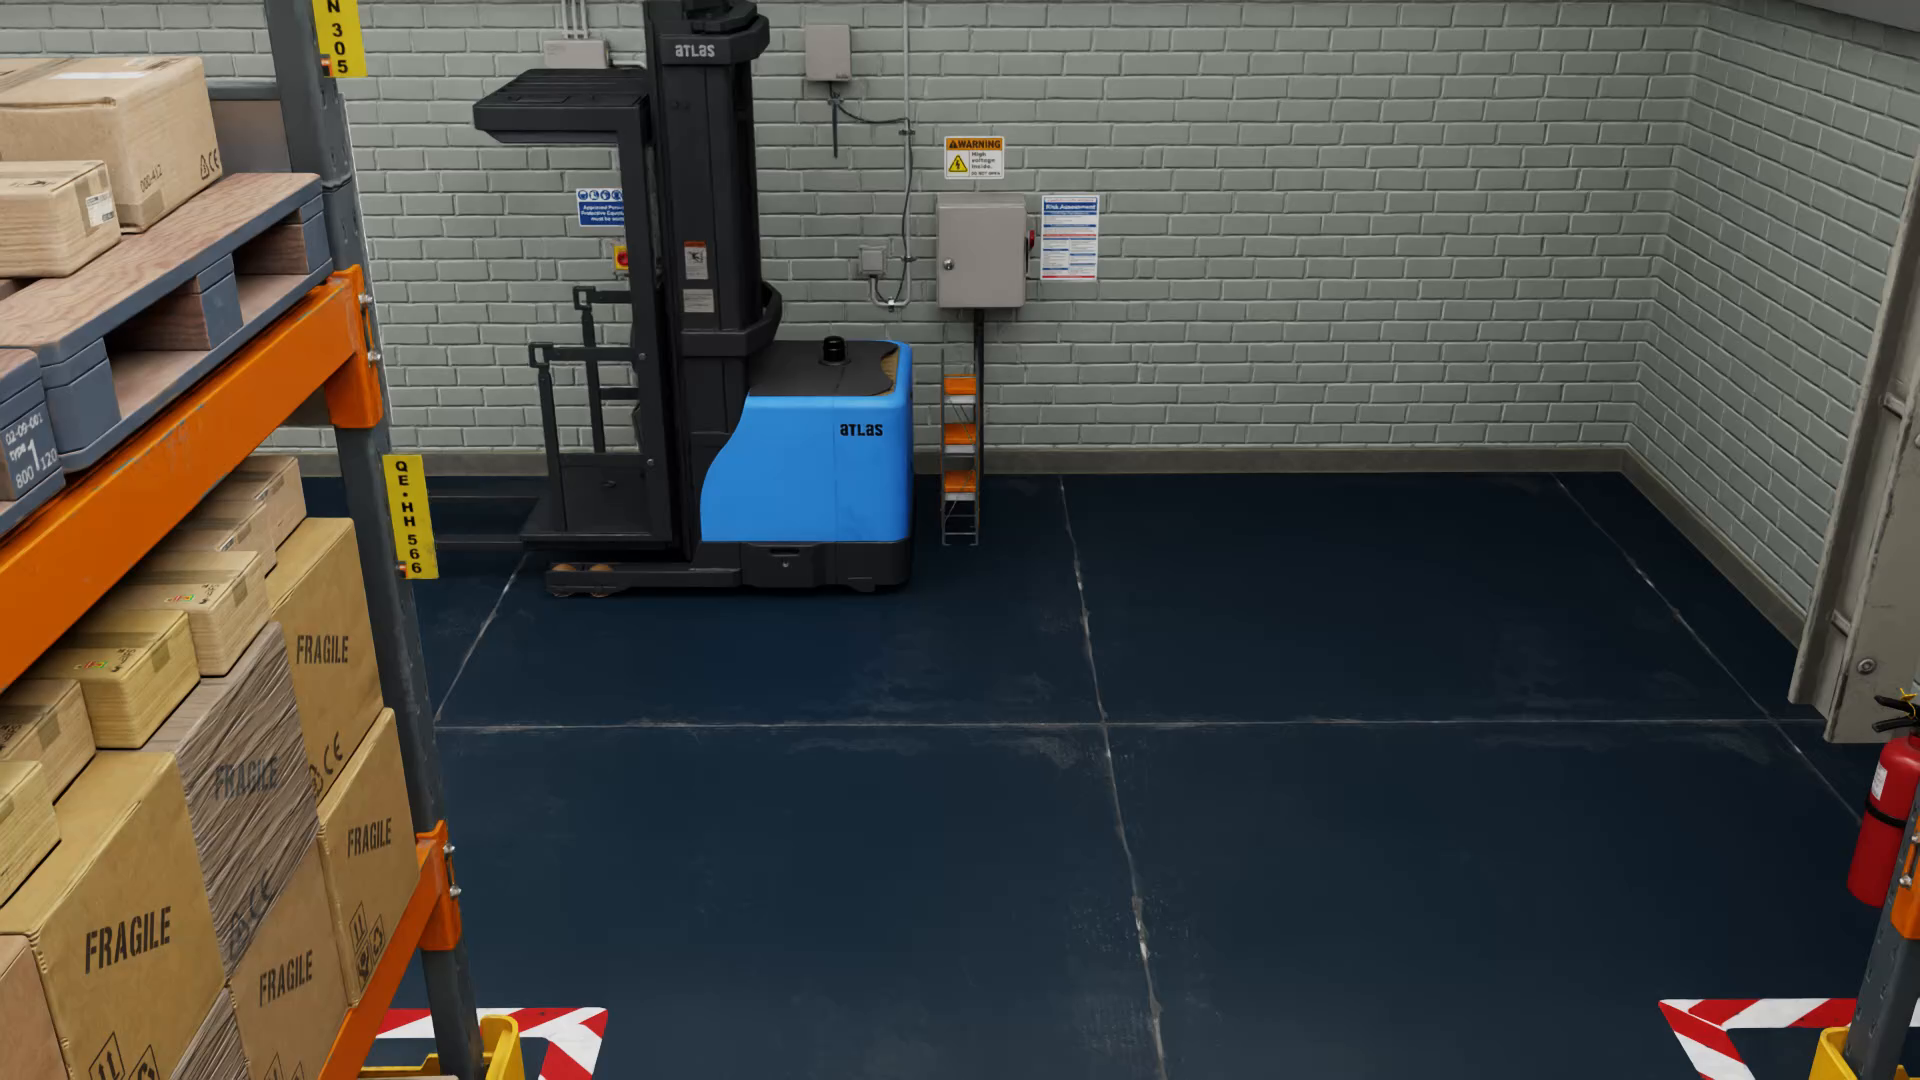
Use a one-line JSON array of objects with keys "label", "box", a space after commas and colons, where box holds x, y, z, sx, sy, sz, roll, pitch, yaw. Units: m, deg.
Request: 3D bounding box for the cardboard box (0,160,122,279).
[{"label": "cardboard box", "box": [-1.699, -0.553, 2.867, 0.380, 0.149, 0.250, -2, 24, -5]}]

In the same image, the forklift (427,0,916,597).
[{"label": "forklift", "box": [-1.766, -1.258, 8.475, 3.031, 2.935, 1.130, 0, 24, 0]}]

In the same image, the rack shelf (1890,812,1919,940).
[{"label": "rack shelf", "box": [3.107, 1.707, 2.709, 1.077, 0.370, 4.000, 0, 24, -1]}]

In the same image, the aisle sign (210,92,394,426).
[{"label": "aisle sign", "box": [-1.569, -0.637, 3.863, 0.394, 0.787, 0.004, 0, 24, -1]}]

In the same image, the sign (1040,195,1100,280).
[{"label": "sign", "box": [0.630, -1.738, 9.569, 0.329, 0.494, 0.001, 0, 24, -1]}]

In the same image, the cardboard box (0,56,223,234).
[{"label": "cardboard box", "box": [-1.784, -0.772, 3.227, 0.500, 0.250, 0.500, -2, 24, -5]}]

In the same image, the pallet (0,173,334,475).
[{"label": "pallet", "box": [-1.860, -0.442, 3.055, 1.003, 0.211, 1.213, 0, 24, -1]}]

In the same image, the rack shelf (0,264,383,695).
[{"label": "rack shelf", "box": [-1.857, 0.364, 2.038, 1.077, 0.370, 4.000, 0, 24, -1]}]

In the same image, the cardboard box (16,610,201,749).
[{"label": "cardboard box", "box": [-1.599, 0.243, 2.950, 0.380, 0.149, 0.250, 0, 24, 1]}]

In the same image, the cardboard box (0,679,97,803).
[{"label": "cardboard box", "box": [-1.667, 0.351, 2.711, 0.380, 0.149, 0.250, 0, 24, -1]}]

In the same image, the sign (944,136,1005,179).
[{"label": "sign", "box": [0.081, -2.155, 9.374, 0.339, 0.242, 0.001, 0, 24, -1]}]

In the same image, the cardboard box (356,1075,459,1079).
[{"label": "cardboard box", "box": [-1.771, 1.826, 4.172, 0.875, 0.438, 0.875, -1, 24, -2]}]

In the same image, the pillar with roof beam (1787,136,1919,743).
[{"label": "pillar with roof beam", "box": [-0.348, -3.274, 5.570, 9.100, 9.000, 0.400, 0, 24, -1]}]

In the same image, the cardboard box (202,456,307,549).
[{"label": "cardboard box", "box": [-1.674, -0.071, 3.645, 0.380, 0.149, 0.250, 0, 24, 0]}]

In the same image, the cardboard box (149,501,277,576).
[{"label": "cardboard box", "box": [-1.648, 0.033, 3.414, 0.380, 0.149, 0.250, 0, 24, 0]}]

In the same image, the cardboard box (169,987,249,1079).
[{"label": "cardboard box", "box": [-1.603, 1.149, 2.947, 0.500, 0.500, 0.500, 0, 24, 1]}]

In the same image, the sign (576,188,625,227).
[{"label": "sign", "box": [-2.012, -1.893, 9.467, 0.327, 0.218, 0.001, 0, 24, -1]}]

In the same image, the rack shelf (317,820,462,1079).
[{"label": "rack shelf", "box": [-1.857, 1.731, 2.657, 1.077, 0.370, 4.000, 0, 24, -1]}]

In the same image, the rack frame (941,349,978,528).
[{"label": "rack frame", "box": [-0.002, -0.551, 9.194, 0.200, 1.050, 0.008, 0, 24, -1]}]

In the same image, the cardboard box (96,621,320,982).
[{"label": "cardboard box", "box": [-1.600, 0.490, 3.191, 0.500, 0.500, 0.500, 0, 24, 0]}]

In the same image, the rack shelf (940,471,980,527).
[{"label": "rack shelf", "box": [-0.001, -0.238, 9.201, 0.215, 0.259, 0.240, 0, 24, -1]}]

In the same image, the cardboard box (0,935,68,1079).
[{"label": "cardboard box", "box": [-1.594, 0.901, 2.282, 0.500, 0.500, 0.500, 0, 24, -1]}]

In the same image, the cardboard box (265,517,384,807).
[{"label": "cardboard box", "box": [-1.635, 0.275, 3.667, 0.500, 0.500, 0.500, 1, 24, 1]}]

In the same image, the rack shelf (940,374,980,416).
[{"label": "rack shelf", "box": [-0.001, -0.749, 8.970, 0.215, 0.259, 0.240, 0, 24, -1]}]

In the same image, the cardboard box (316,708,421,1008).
[{"label": "cardboard box", "box": [-1.609, 0.731, 3.873, 0.500, 0.500, 0.500, 0, 24, 0]}]

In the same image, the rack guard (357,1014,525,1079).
[{"label": "rack guard", "box": [-1.879, 1.708, 4.868, 1.175, 0.500, 0.348, 0, 24, -1]}]

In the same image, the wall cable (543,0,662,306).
[{"label": "wall cable", "box": [-1.964, -2.222, 9.252, 0.585, 1.953, 0.123, 0, 24, -1]}]

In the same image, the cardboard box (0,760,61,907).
[{"label": "cardboard box", "box": [-1.606, 0.455, 2.483, 0.380, 0.149, 0.250, 0, 24, 1]}]

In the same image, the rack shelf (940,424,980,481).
[{"label": "rack shelf", "box": [-0.001, -0.491, 9.087, 0.215, 0.259, 0.240, 0, 24, -1]}]

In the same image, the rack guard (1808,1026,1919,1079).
[{"label": "rack guard", "box": [3.086, 1.725, 4.829, 1.175, 0.500, 0.348, 0, 24, -1]}]

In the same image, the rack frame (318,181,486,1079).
[{"label": "rack frame", "box": [-1.879, 0.579, 4.331, 1.000, 3.000, 0.127, 0, 24, -1]}]

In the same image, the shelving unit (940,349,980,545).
[{"label": "shelving unit", "box": [-0.001, -0.500, 9.082, 0.215, 1.050, 0.252, 0, 24, -1]}]

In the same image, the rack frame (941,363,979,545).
[{"label": "rack frame", "box": [0.001, -0.450, 8.971, 0.200, 1.050, 0.008, 0, 24, -1]}]

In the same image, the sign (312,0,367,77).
[{"label": "sign", "box": [-1.336, -1.152, 3.539, 0.100, 0.325, 0.005, 0, 24, -1]}]

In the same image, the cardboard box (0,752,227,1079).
[{"label": "cardboard box", "box": [-1.598, 0.694, 2.741, 0.500, 0.500, 0.500, 0, 24, -1]}]

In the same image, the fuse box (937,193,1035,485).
[{"label": "fuse box", "box": [0.139, -1.107, 9.621, 0.539, 1.711, 0.414, 0, 24, -1]}]

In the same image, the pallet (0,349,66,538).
[{"label": "pallet", "box": [-1.844, 0.062, 1.941, 1.003, 0.211, 1.213, 0, 24, -1]}]

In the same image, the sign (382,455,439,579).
[{"label": "sign", "box": [-1.336, -0.054, 4.036, 0.100, 0.325, 0.005, 0, 24, -1]}]

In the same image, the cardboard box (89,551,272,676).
[{"label": "cardboard box", "box": [-1.561, 0.139, 3.180, 0.380, 0.149, 0.250, 0, 24, -1]}]

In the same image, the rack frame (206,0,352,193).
[{"label": "rack frame", "box": [-1.879, -2.155, 3.094, 1.000, 3.000, 0.127, 0, 24, -1]}]

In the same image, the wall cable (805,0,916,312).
[{"label": "wall cable", "box": [-0.545, -2.219, 9.283, 0.588, 1.984, 0.122, 0, 24, -1]}]

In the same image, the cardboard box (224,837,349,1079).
[{"label": "cardboard box", "box": [-1.618, 0.938, 3.416, 0.500, 0.500, 0.500, -1, 24, -2]}]

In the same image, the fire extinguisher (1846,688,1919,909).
[{"label": "fire extinguisher", "box": [2.621, 0.701, 4.606, 0.296, 0.674, 0.183, 0, 24, -1]}]
